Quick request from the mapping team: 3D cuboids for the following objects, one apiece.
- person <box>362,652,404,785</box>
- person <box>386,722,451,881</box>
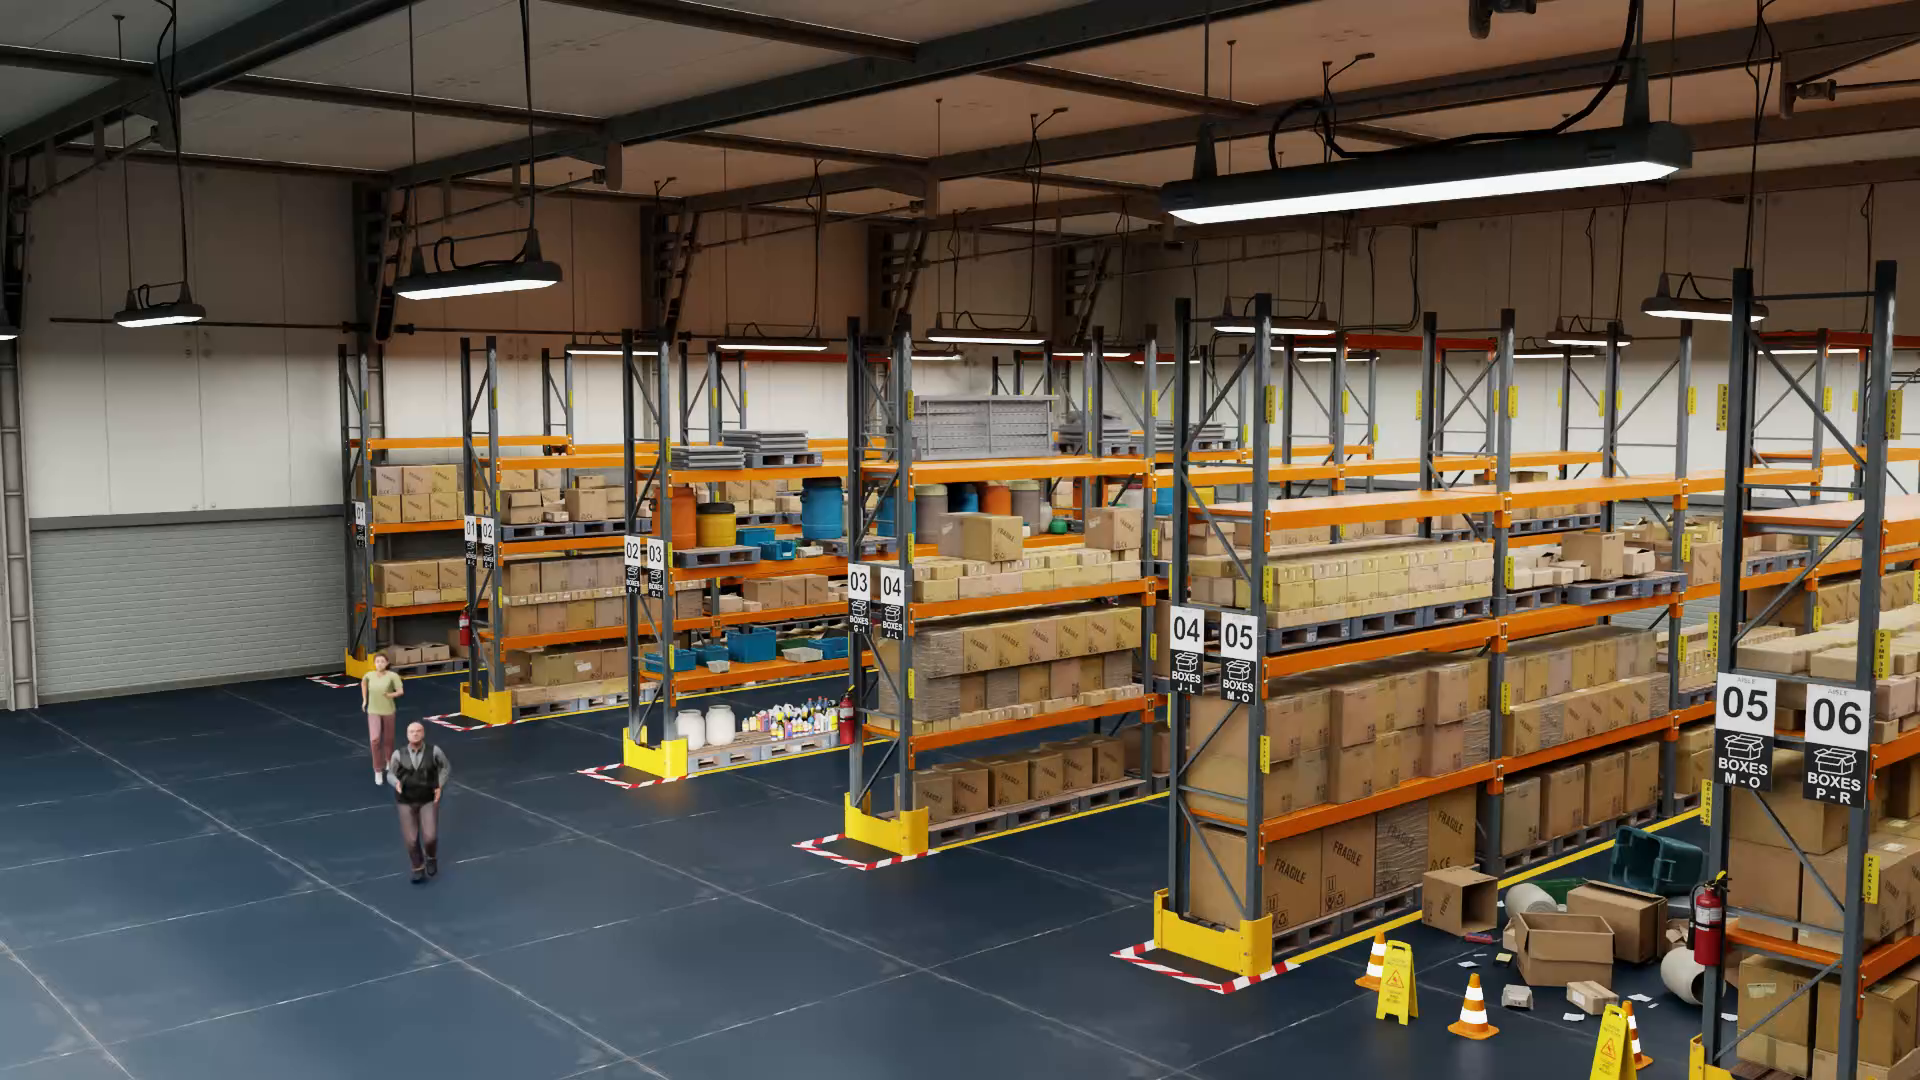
[{"bbox_3d":[-7.690,2.335,22.177,0.546,1.715,0.844,-1,5,-16],"label":"person"},{"bbox_3d":[-5.674,2.759,17.428,0.649,1.676,0.578,-1,5,-14],"label":"person"}]
